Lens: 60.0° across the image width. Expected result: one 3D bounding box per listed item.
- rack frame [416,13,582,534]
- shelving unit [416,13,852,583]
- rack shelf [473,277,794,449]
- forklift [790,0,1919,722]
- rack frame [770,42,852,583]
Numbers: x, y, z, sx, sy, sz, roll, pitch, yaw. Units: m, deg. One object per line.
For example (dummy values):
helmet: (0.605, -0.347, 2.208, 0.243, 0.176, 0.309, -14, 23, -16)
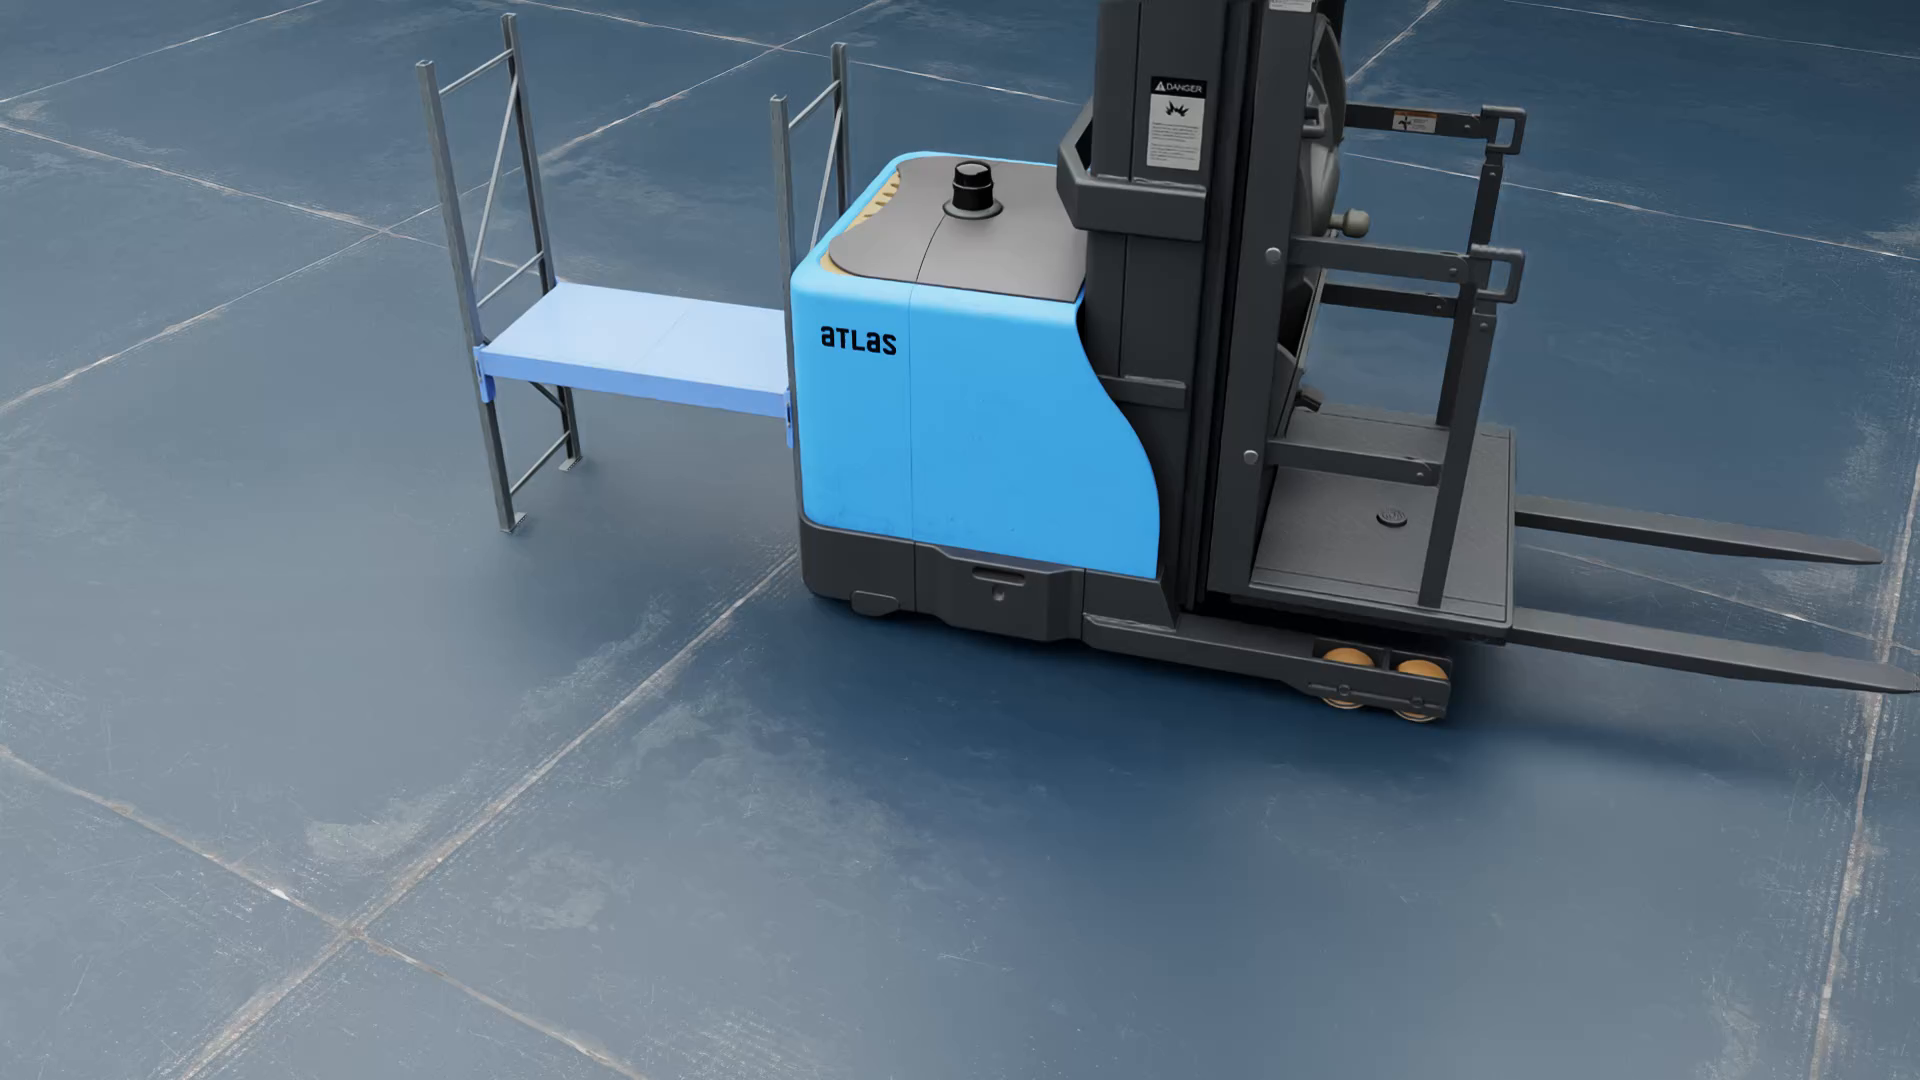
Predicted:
rack frame: (-1.377, -0.780, 5.069, 0.032, 1.500, 0.500, 9, 35, 13)
shelving unit: (-0.888, -0.703, 4.952, 1.048, 1.500, 0.538, 9, 35, 13)
rack shelf: (-0.888, -0.553, 5.052, 1.000, 0.185, 0.538, 9, 35, 13)
forklift: (1.109, -1.057, 4.192, 3.031, 2.935, 1.130, 9, 35, 13)
rack frame: (-0.400, -0.625, 4.835, 0.032, 1.500, 0.500, 9, 35, 13)
